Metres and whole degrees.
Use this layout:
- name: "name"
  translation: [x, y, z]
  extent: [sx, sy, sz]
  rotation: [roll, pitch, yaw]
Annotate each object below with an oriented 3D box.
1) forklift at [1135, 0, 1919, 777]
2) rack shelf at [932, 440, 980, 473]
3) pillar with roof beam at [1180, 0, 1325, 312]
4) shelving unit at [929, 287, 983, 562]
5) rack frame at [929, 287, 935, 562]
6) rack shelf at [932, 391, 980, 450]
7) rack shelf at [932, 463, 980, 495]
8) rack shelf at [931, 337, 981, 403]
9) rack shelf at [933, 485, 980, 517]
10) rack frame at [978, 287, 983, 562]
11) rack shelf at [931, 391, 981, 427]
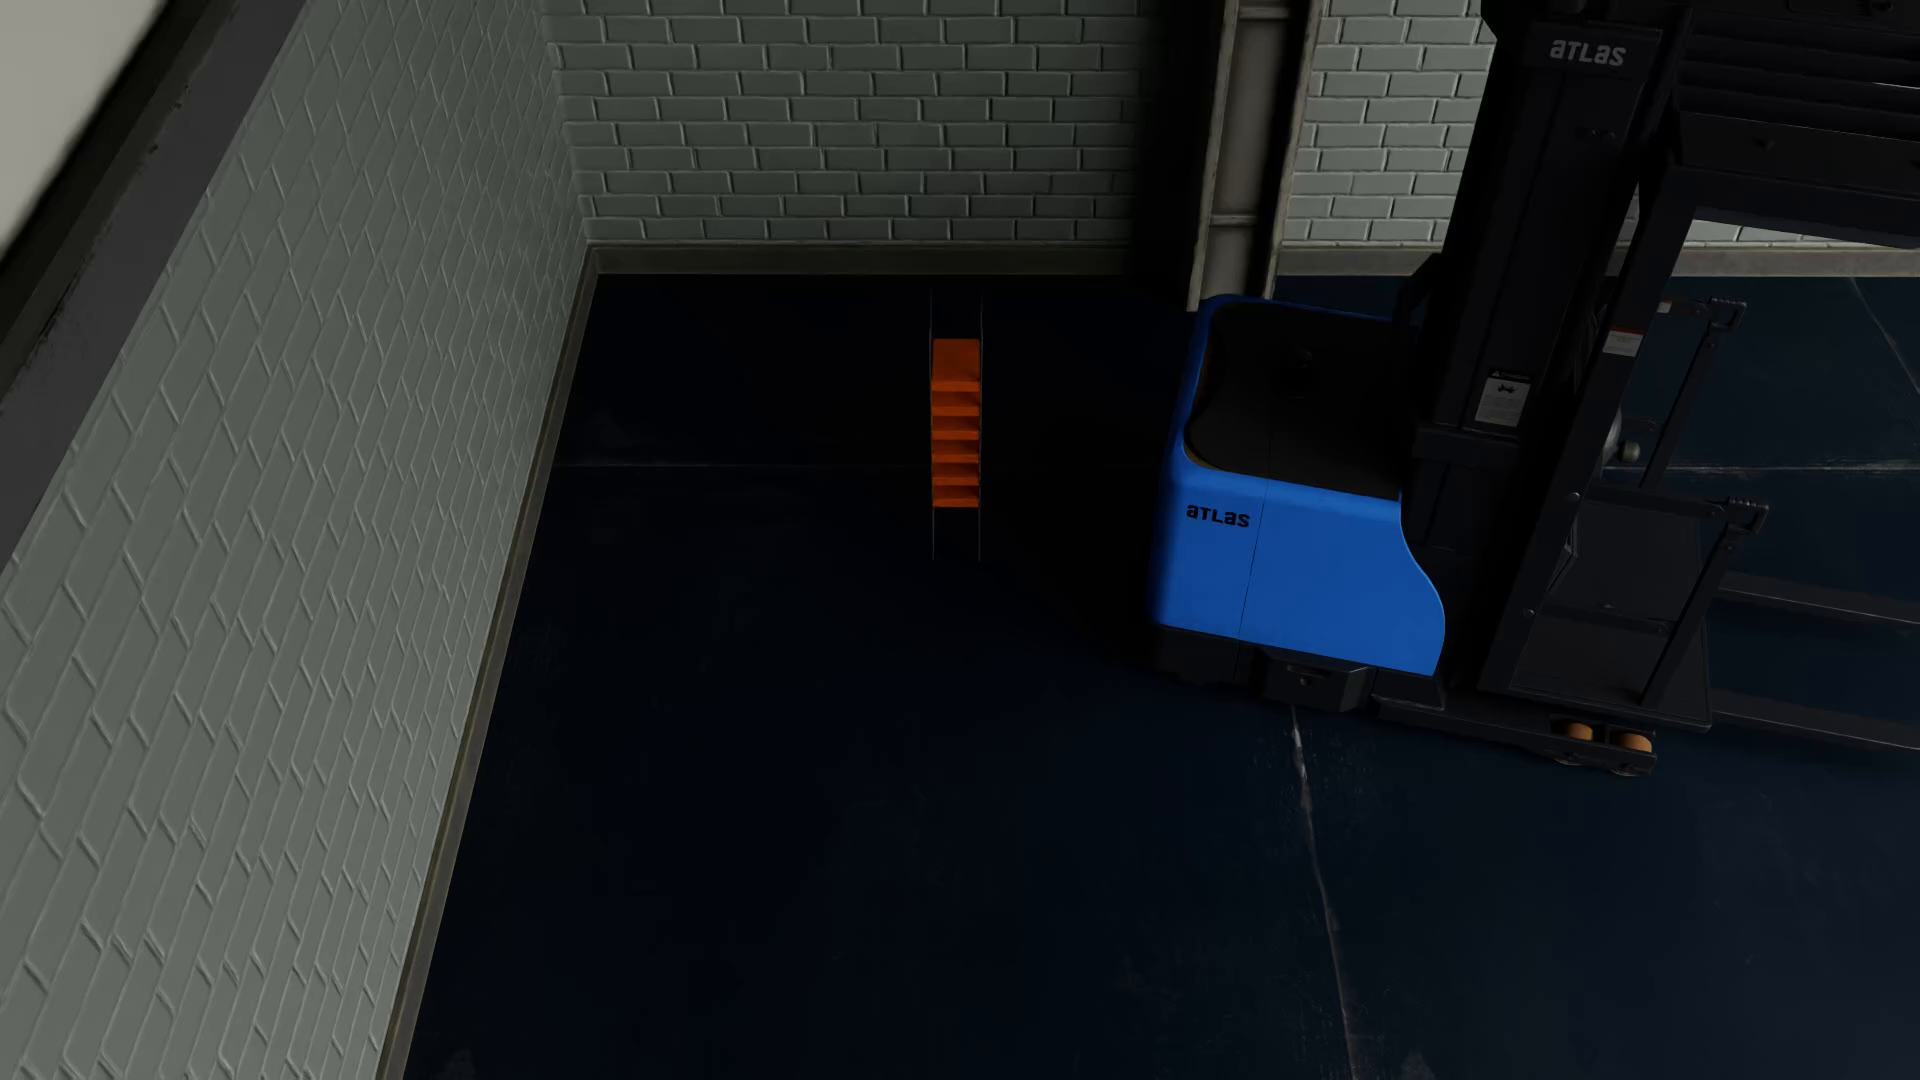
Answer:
- name: "forklift"
  translation: [2.235, -0.585, 5.292]
  extent: [3.031, 2.935, 1.130]
  rotation: [10, 48, 10]
- name: "rack shelf"
  translation: [-0.014, -0.379, 6.343]
  extent: [0.180, 0.103, 0.258]
  rotation: [0, 47, 0]
- name: "pillar with roof beam"
  translation: [1.231, -1.091, 1.617]
  extent: [0.400, 9.000, 9.100]
  rotation: [0, 47, 0]
- name: "shelving unit"
  translation: [-0.014, -0.409, 6.311]
  extent: [0.189, 1.200, 0.258]
  rotation: [0, 47, 0]
- name: "rack frame"
  translation: [-0.106, -0.409, 6.311]
  extent: [0.006, 1.200, 0.240]
  rotation: [0, 47, 0]
- name: "rack shelf"
  translation: [-0.014, -0.460, 6.256]
  extent: [0.180, 0.103, 0.258]
  rotation: [0, 47, 0]
- name: "rack shelf"
  translation: [-0.014, -0.297, 6.431]
  extent: [0.180, 0.103, 0.258]
  rotation: [0, 47, 0]
- name: "rack shelf"
  translation: [-0.014, -0.624, 6.080]
  extent: [0.180, 0.103, 0.258]
  rotation: [0, 47, 0]
- name: "rack shelf"
  translation: [-0.014, -0.215, 6.519]
  extent: [0.180, 0.103, 0.258]
  rotation: [0, 47, 0]
- name: "rack frame"
  translation: [0.077, -0.409, 6.311]
  extent: [0.006, 1.200, 0.240]
  rotation: [0, 47, 0]
- name: "rack shelf"
  translation: [-0.014, -0.542, 6.168]
  extent: [0.180, 0.103, 0.258]
  rotation: [0, 47, 0]
